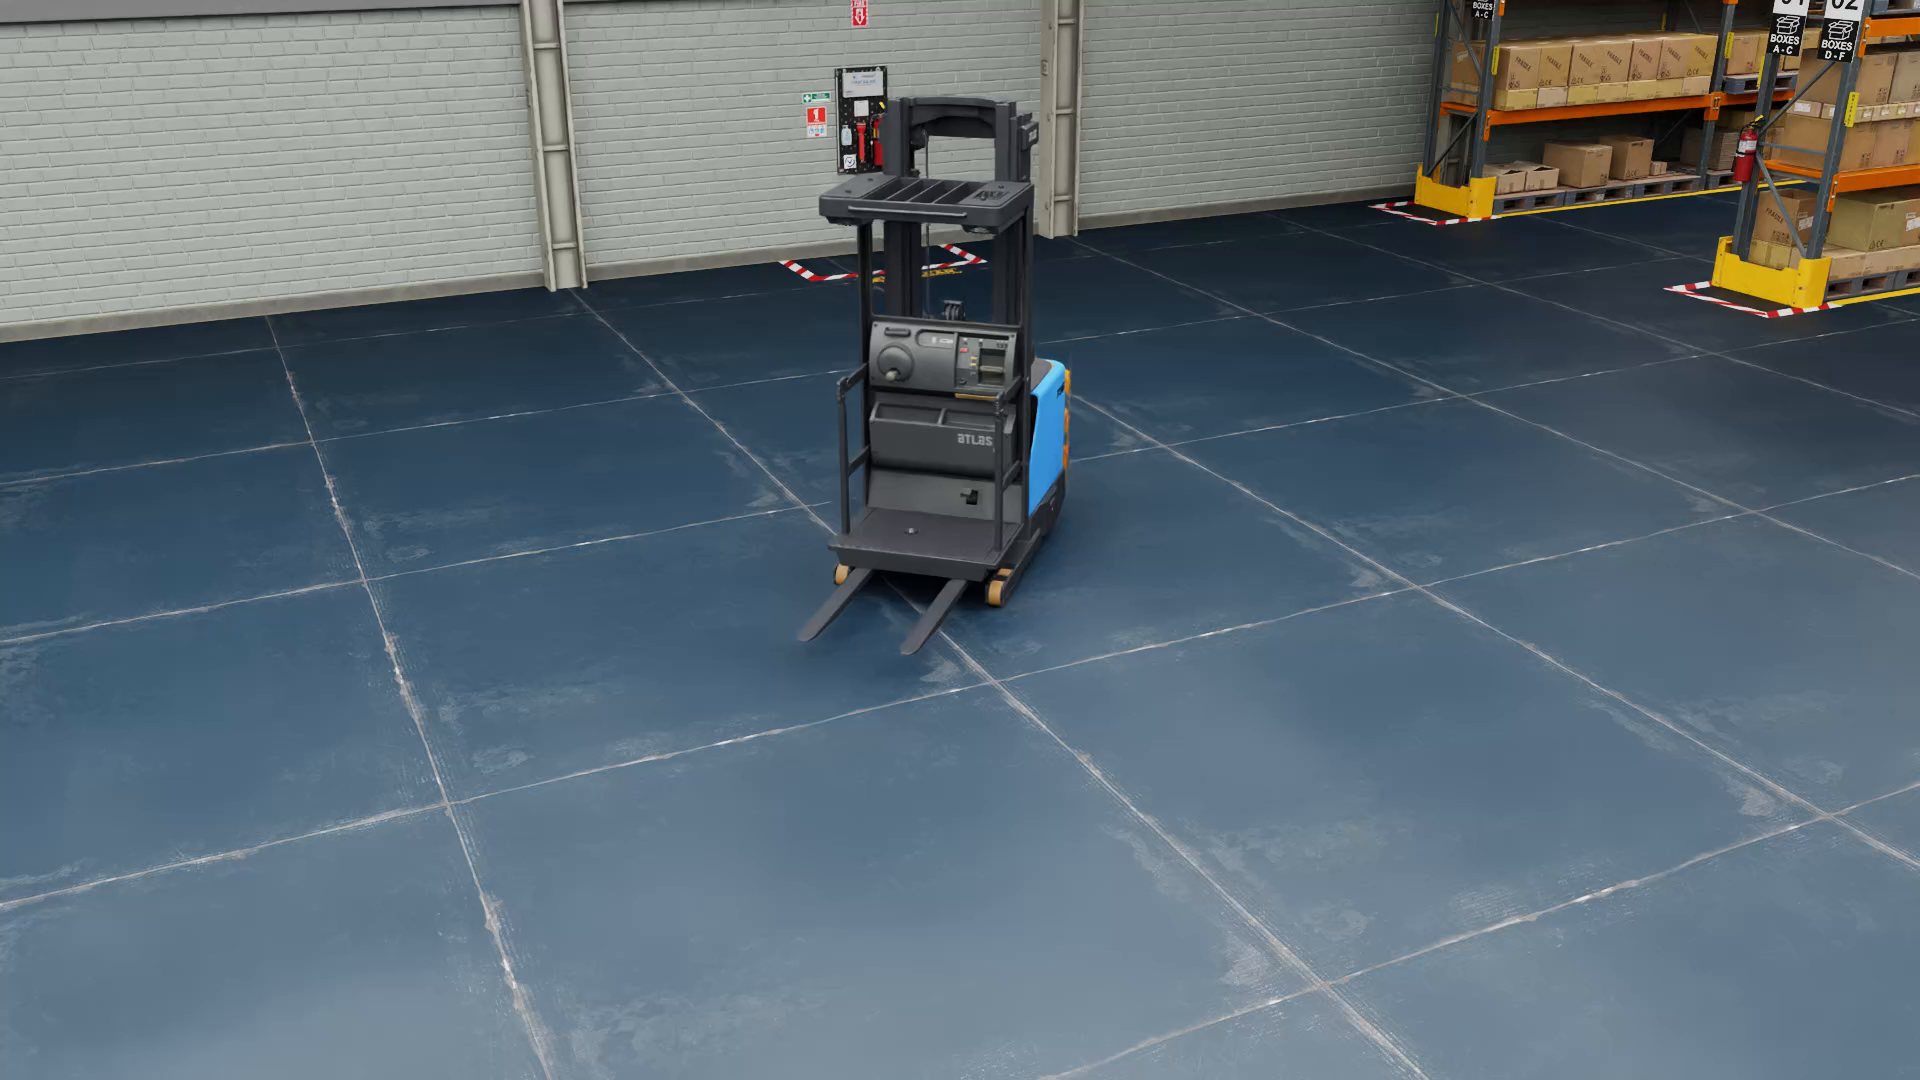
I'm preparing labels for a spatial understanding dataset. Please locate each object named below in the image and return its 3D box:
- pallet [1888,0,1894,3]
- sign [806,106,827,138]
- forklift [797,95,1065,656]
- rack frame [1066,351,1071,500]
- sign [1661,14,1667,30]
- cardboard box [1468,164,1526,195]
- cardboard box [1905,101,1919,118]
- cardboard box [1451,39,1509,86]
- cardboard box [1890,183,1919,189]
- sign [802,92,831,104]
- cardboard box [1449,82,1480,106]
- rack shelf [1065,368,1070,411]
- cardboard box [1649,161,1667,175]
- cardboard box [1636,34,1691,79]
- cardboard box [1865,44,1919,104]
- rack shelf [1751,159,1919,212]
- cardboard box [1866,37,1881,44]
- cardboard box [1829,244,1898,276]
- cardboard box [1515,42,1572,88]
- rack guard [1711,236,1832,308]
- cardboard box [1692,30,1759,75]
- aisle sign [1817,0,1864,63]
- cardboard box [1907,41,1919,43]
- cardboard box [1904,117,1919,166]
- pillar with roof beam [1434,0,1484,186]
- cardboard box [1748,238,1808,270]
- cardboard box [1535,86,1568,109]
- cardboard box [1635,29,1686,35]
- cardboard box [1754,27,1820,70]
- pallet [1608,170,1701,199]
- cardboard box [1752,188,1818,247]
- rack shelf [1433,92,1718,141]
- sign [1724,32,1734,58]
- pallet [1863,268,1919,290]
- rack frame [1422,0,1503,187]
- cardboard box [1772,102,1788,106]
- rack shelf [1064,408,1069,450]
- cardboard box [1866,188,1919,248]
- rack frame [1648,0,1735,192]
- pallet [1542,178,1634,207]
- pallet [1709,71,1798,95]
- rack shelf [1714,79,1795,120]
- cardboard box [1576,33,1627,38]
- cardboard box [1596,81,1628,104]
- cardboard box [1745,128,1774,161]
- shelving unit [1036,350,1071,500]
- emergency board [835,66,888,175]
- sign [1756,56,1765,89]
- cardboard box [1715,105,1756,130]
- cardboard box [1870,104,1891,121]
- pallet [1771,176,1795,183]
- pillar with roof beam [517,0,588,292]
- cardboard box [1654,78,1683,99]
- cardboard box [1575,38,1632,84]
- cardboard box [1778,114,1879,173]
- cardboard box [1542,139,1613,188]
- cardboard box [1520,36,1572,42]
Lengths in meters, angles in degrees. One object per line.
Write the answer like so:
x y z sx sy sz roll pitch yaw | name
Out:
10.239 -5.629 17.120 1.213 0.211 1.003 -10 25 -24 | pallet
-1.599 -4.660 18.540 0.234 0.329 0.001 -10 25 -24 | sign
-0.167 -1.109 10.097 1.130 2.935 3.031 6 23 15 | forklift
0.774 -0.808 11.828 0.008 1.050 0.200 2 22 4 | rack frame
9.699 -7.067 22.887 0.005 0.325 0.100 -10 25 -24 | sign
7.001 -4.723 21.677 0.500 0.311 0.500 -14 26 -30 | cardboard box
9.628 -4.435 17.063 0.250 0.149 0.380 -11 25 -24 | cardboard box
6.671 -6.116 21.292 0.500 0.500 0.500 -11 25 -24 | cardboard box
10.190 -3.686 18.299 0.500 0.500 0.500 -10 25 -24 | cardboard box
-1.591 -4.903 18.433 0.331 0.109 0.001 -10 25 -24 | sign
6.675 -5.762 21.419 0.500 0.250 0.500 -10 25 -23 | cardboard box
0.652 -1.065 11.733 0.240 0.259 0.215 2 22 4 | rack shelf
9.474 -5.137 22.866 0.250 0.166 0.380 -14 26 -30 | cardboard box
9.203 -6.358 21.878 0.500 0.500 0.500 -11 25 -24 | cardboard box
9.436 -4.788 17.068 0.500 0.500 0.700 -11 25 -25 | cardboard box
10.292 -3.971 17.861 4.000 0.370 1.077 -10 25 -24 | rack shelf
12.636 -7.071 23.704 0.500 0.500 0.700 -13 26 -29 | cardboard box
9.519 -2.992 17.601 0.500 0.250 0.500 -10 25 -24 | cardboard box
7.349 -6.019 21.057 0.500 0.500 0.500 -10 25 -23 | cardboard box
8.468 -2.812 17.391 0.348 0.500 1.175 -10 25 -24 | rack guard
10.416 -6.664 22.720 0.500 0.500 0.700 -10 25 -23 | cardboard box
8.564 -5.056 16.144 0.004 0.787 0.394 -10 25 -24 | aisle sign
10.341 -4.955 17.471 0.500 0.500 0.700 -10 25 -24 | cardboard box
9.837 -4.260 17.488 0.500 0.500 0.700 -10 25 -23 | cardboard box
8.461 -7.380 17.314 0.400 9.000 9.100 -10 25 -24 | pillar with roof beam
8.845 -3.086 17.829 0.500 0.250 0.500 -10 25 -24 | cardboard box
7.377 -5.680 21.221 0.500 0.250 0.500 -11 25 -25 | cardboard box
9.428 -6.622 22.515 0.500 0.500 0.500 -11 25 -25 | cardboard box
11.502 -6.874 23.228 0.500 0.500 0.700 -7 23 -16 | cardboard box
9.353 -4.929 22.883 1.213 0.211 1.003 -10 25 -24 | pallet
8.844 -3.433 17.687 0.500 0.500 0.500 -10 25 -24 | cardboard box
8.140 -5.677 21.984 4.000 0.370 1.077 -10 25 -24 | rack shelf
10.185 -6.556 22.034 0.005 0.325 0.100 -10 25 -24 | sign
10.259 -3.025 18.282 1.213 0.211 1.003 -10 25 -24 | pallet
6.338 -5.678 21.045 0.127 3.000 1.000 -10 25 -24 | rack frame
11.919 -6.102 23.783 0.500 0.250 0.500 -11 25 -24 | cardboard box
0.652 -0.802 11.840 0.240 0.259 0.215 2 22 4 | rack shelf
9.964 -3.425 17.667 0.500 0.500 0.500 -10 25 -24 | cardboard box
9.943 -6.341 22.648 0.127 3.000 1.000 -10 25 -24 | rack frame
8.252 -4.726 22.390 1.213 0.211 1.003 -10 25 -24 | pallet
10.694 -6.329 22.870 1.213 0.211 1.003 -10 25 -24 | pallet
11.745 -6.341 23.587 4.000 0.370 1.077 -10 25 -24 | rack shelf
8.509 -6.457 22.116 0.500 0.500 0.500 -10 24 -22 | cardboard box
8.295 -5.846 21.621 0.500 0.250 0.500 -10 25 -23 | cardboard box
11.042 -5.621 23.600 0.500 0.500 0.700 -11 25 -25 | cardboard box
0.652 -0.812 11.836 0.252 1.050 0.215 2 22 4 | shelving unit
-1.056 -4.700 18.683 0.643 1.169 0.194 -10 25 -24 | emergency board
8.267 -4.805 17.113 0.005 0.325 0.100 -10 25 -24 | sign
10.994 -5.938 23.387 0.500 0.250 0.500 -11 25 -25 | cardboard box
9.174 -4.353 16.865 0.250 0.149 0.380 -11 25 -25 | cardboard box
11.744 -5.387 23.987 1.213 0.211 1.003 -10 25 -24 | pallet
-2.352 -5.390 12.505 0.400 9.000 9.100 -10 25 -24 | pillar with roof beam
9.195 -6.019 22.038 0.500 0.250 0.500 -10 25 -23 | cardboard box
8.277 -6.192 21.476 0.500 0.500 0.500 -10 24 -22 | cardboard box
8.916 -4.091 17.080 0.500 0.500 0.700 -10 25 -24 | cardboard box
8.197 -5.009 22.122 0.500 0.500 0.700 -12 25 -27 | cardboard box
7.593 -6.283 21.697 0.500 0.500 0.500 -11 25 -25 | cardboard box
